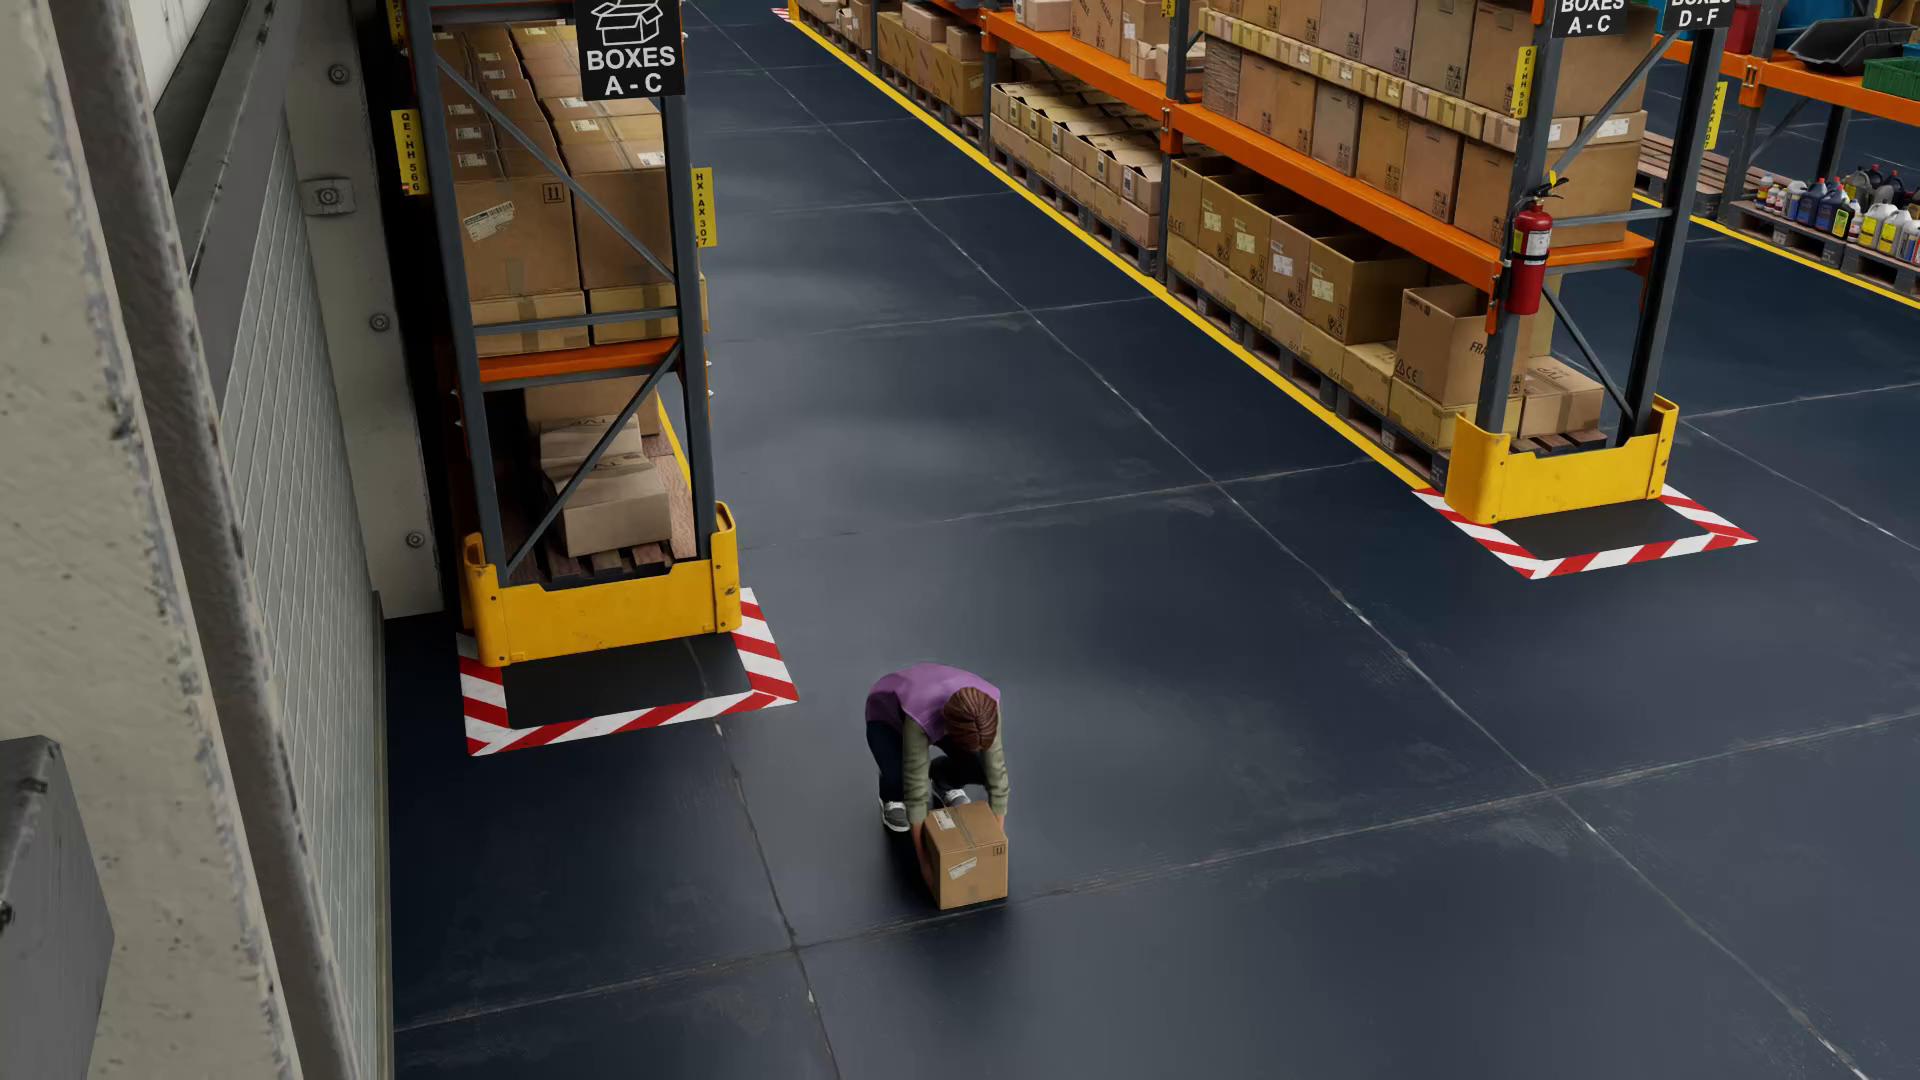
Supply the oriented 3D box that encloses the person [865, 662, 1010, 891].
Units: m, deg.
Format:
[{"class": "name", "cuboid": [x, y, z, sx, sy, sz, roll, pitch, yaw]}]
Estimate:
[{"class": "person", "cuboid": [-0.092, 0.749, 6.076, 0.436, 0.764, 0.805, -8, 28, -16]}]
